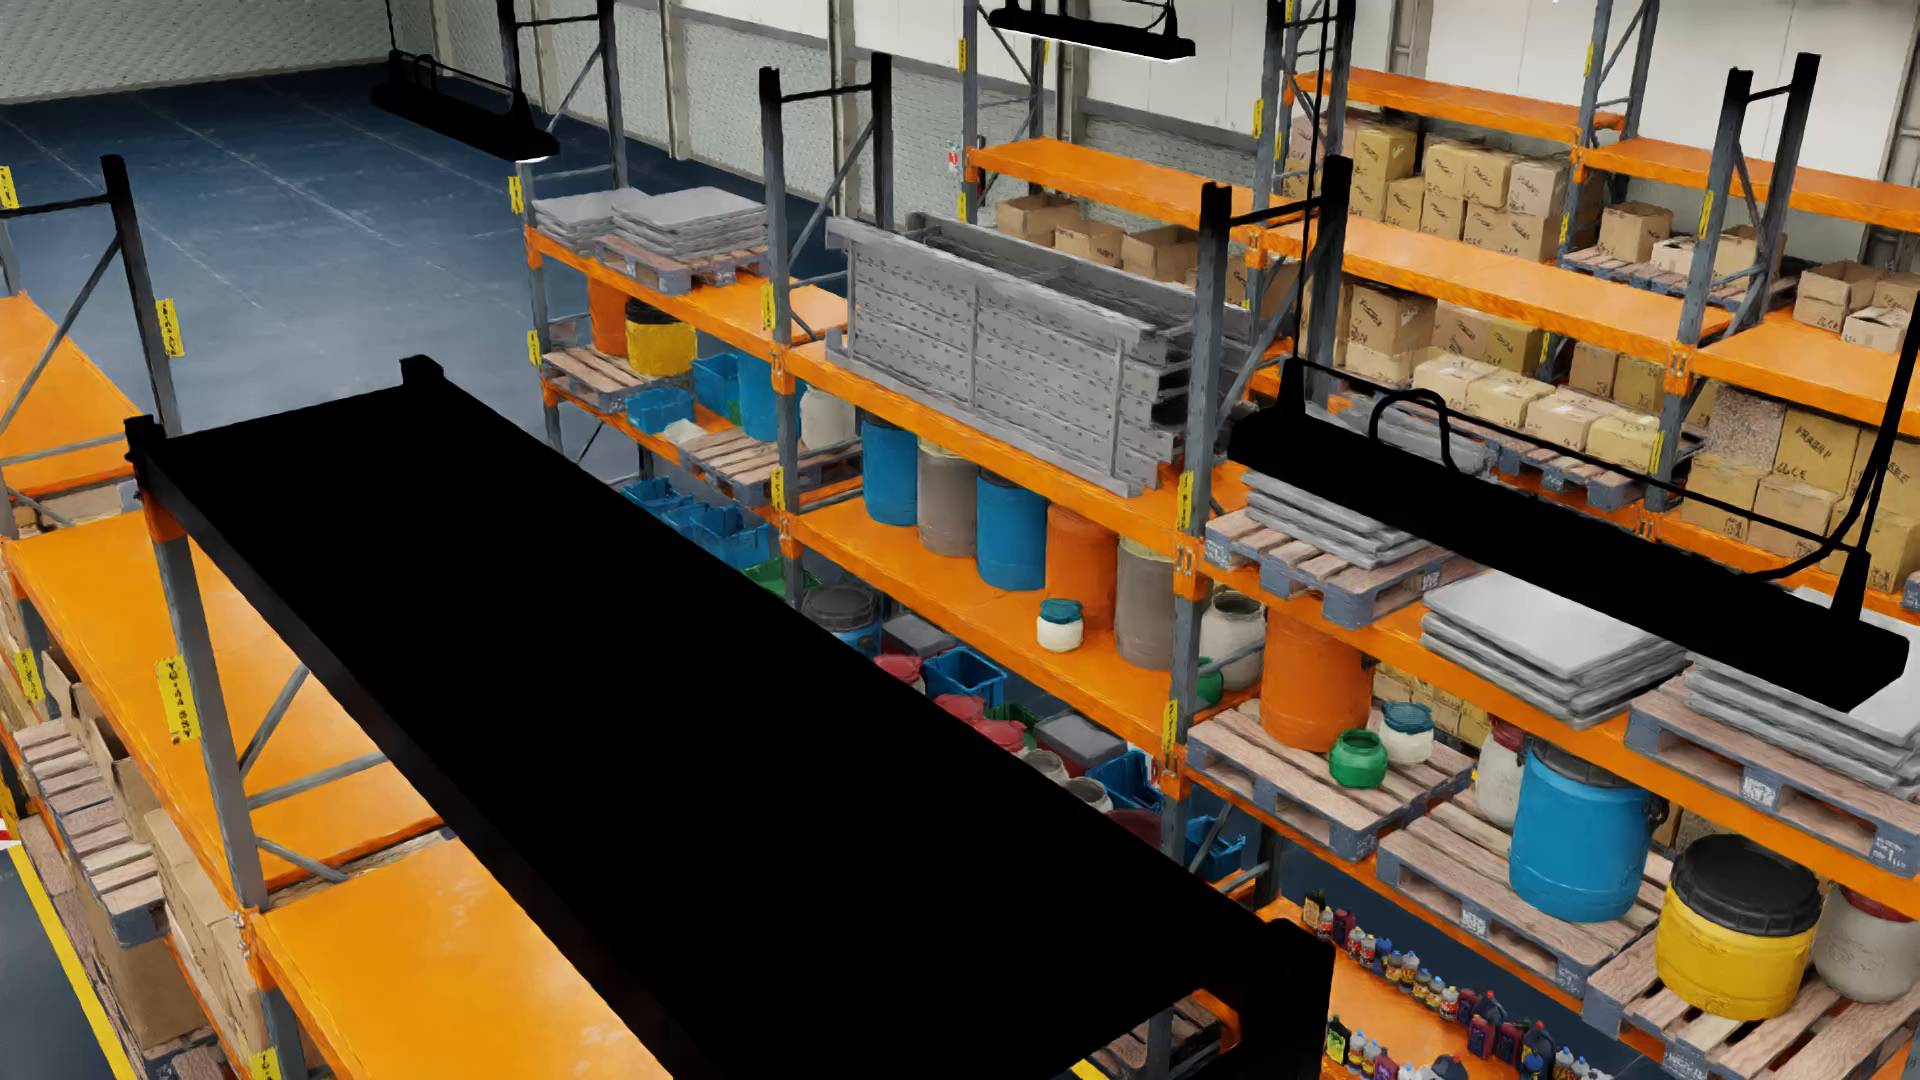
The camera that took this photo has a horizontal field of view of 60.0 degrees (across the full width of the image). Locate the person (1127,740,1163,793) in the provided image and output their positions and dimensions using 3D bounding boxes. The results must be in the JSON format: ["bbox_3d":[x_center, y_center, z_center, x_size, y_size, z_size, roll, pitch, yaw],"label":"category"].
[{"bbox_3d":[1.230,1.895,12.345,0.534,1.726,1.038,-14,29,-26],"label":"person"}]

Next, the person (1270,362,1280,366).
[{"bbox_3d":[3.743,-1.533,19.657,0.881,1.536,0.452,13,29,25],"label":"person"}]
